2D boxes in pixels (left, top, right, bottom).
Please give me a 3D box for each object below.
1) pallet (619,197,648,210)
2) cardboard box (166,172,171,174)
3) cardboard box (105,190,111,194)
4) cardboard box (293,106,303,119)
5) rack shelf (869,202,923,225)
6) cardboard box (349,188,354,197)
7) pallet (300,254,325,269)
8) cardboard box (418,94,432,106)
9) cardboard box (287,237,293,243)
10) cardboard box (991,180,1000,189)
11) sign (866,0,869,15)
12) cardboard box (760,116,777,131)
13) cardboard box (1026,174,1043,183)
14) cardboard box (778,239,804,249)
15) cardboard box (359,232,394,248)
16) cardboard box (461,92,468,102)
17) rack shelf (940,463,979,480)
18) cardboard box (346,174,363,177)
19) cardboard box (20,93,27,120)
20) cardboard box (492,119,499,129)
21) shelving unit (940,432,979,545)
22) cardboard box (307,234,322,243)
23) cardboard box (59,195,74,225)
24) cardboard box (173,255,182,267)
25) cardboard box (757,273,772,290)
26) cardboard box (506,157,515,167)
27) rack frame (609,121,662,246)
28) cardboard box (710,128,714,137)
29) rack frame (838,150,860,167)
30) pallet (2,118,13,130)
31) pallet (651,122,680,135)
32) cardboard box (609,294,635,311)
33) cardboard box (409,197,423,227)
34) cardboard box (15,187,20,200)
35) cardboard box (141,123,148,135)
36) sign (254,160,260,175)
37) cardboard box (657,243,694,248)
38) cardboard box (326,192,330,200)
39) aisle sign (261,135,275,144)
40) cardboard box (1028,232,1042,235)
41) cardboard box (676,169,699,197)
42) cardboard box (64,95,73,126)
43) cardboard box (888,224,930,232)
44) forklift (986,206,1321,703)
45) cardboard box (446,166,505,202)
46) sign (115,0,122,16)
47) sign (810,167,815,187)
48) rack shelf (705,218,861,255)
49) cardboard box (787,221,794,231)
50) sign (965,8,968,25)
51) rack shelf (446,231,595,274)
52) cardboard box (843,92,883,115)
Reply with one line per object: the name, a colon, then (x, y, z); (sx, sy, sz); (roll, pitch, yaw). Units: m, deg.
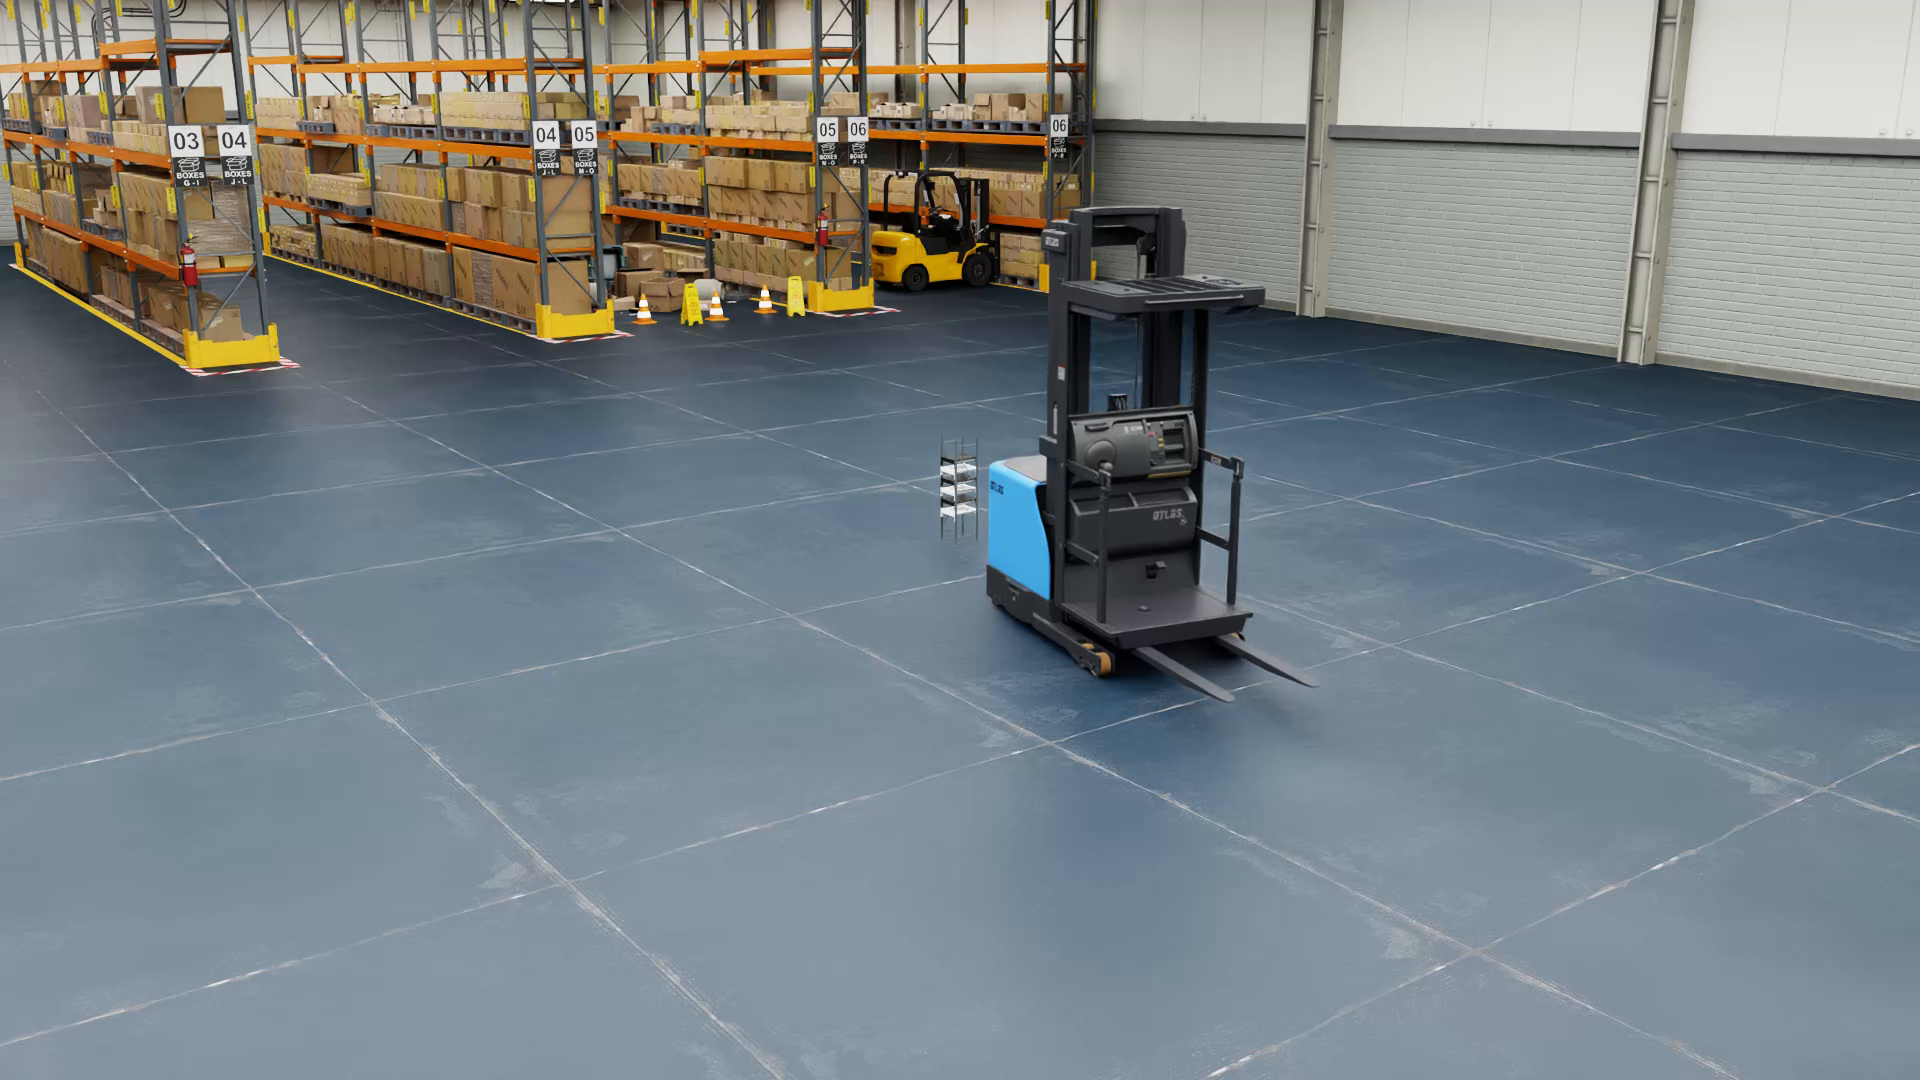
pallet: (-6.195, -6.900, 33.968); (1.213, 0.211, 1.003); (-11, 19, -35)
cardboard box: (-11.582, -5.250, 24.928); (0.500, 0.500, 0.500); (-11, 19, -35)
cardboard box: (-13.957, -5.628, 27.972); (0.700, 0.500, 0.500); (-8, 17, -26)
cardboard box: (-13.474, -8.867, 34.446); (0.500, 0.250, 0.500); (-12, 19, -37)
rack shelf: (-1.512, -7.125, 35.790); (1.077, 0.370, 4.000); (-11, 19, -35)
cardboard box: (-11.462, -6.655, 31.825); (0.380, 0.149, 0.250); (-10, 18, -32)
pallet: (-13.420, -5.985, 35.545); (1.003, 0.211, 1.213); (-11, 19, -35)
cardboard box: (-9.396, -7.756, 29.877); (0.500, 0.500, 0.500); (-11, 19, -35)
cardboard box: (-14.622, -6.646, 36.719); (0.380, 0.149, 0.250); (-12, 19, -37)
cardboard box: (0.812, -6.853, 32.014); (0.380, 0.149, 0.250); (-11, 19, -34)
sign: (-1.558, -8.886, 27.578); (0.100, 0.325, 0.005); (-11, 19, -35)
cardboard box: (-3.119, -7.223, 28.823); (0.500, 0.250, 0.500); (-10, 18, -33)
cardboard box: (1.465, -6.787, 31.211); (0.380, 0.149, 0.250); (-11, 19, -34)
cardboard box: (-2.949, -5.169, 29.045); (0.380, 0.149, 0.250); (-10, 18, -33)
cardboard box: (-11.259, -5.802, 32.112); (0.500, 0.250, 0.500); (-11, 19, -36)
cardboard box: (-7.753, -7.097, 26.623); (0.380, 0.149, 0.250); (-11, 19, -34)
rack shelf: (-0.005, -0.577, 13.925); (0.258, 0.077, 0.200); (-11, 19, -35)
cardboard box: (-12.294, -7.393, 33.957); (0.380, 0.149, 0.250); (-12, 19, -36)
cardboard box: (-17.890, -8.463, 32.459); (0.700, 0.500, 0.500); (-10, 18, -32)
cardboard box: (-7.010, -6.442, 25.740); (0.380, 0.149, 0.250); (-11, 19, -35)
shelving unit: (-0.005, -0.436, 13.964); (0.258, 0.900, 0.210); (-11, 19, -35)
cardboard box: (-13.599, -6.391, 35.222); (0.380, 0.149, 0.250); (-11, 19, -34)
cardboard box: (-15.803, -5.923, 29.845); (0.500, 0.500, 0.500); (-12, 19, -36)
cardboard box: (-10.682, -3.888, 23.076); (0.380, 0.149, 0.250); (-11, 19, -35)
cardboard box: (-3.300, -4.650, 29.796); (0.500, 0.250, 0.500); (-12, 19, -37)
cardboard box: (-10.152, -8.788, 38.417); (0.500, 0.500, 0.500); (-11, 19, -34)
rack frame: (-6.700, -7.128, 34.438); (1.000, 3.000, 0.127); (-11, 19, -35)
cardboard box: (-4.364, -7.494, 30.568); (0.380, 0.149, 0.250); (-11, 19, -35)
rack frame: (-2.688, -7.899, 37.256); (1.000, 3.000, 0.127); (-11, 19, -35)
pallet: (-18.976, -8.545, 34.102); (1.003, 0.211, 1.213); (-11, 19, -35)
pallet: (-5.238, -8.000, 32.295); (1.213, 0.211, 1.003); (-11, 19, -35)
cardboard box: (-5.793, -4.084, 28.496); (0.396, 0.266, 0.258); (-7, 17, -25)
cardboard box: (-9.410, -5.818, 29.462); (0.500, 0.500, 0.500); (-11, 19, -34)
cardboard box: (-19.045, -7.115, 34.110); (0.500, 0.250, 0.500); (-11, 19, -35)
cardboard box: (-11.187, -5.738, 23.206); (0.380, 0.149, 0.250); (-12, 19, -37)
sign: (-15.788, -8.380, 37.371); (0.100, 0.325, 0.005); (-11, 19, -35)
cardboard box: (-5.936, -5.785, 33.712); (0.950, 0.372, 0.625); (-11, 19, -36)
cardboard box: (-12.365, -6.840, 33.066); (0.380, 0.149, 0.250); (-11, 19, -36)
aisle sign: (-15.634, -9.269, 37.337); (0.394, 0.787, 0.004); (-11, 19, -35)
cardboard box: (1.590, -5.788, 32.060); (0.500, 0.250, 0.500); (-11, 19, -34)
cardboard box: (-5.098, -6.837, 31.826); (0.500, 0.500, 0.500); (-11, 19, -34)
cardboard box: (-14.648, -7.186, 27.830); (0.500, 0.500, 0.500); (-11, 19, -34)
cardboard box: (-1.102, -6.379, 35.404); (0.875, 0.625, 0.625); (-11, 19, -35)
forklift: (1.257, -0.650, 10.897); (1.130, 2.935, 3.031); (-7, 17, -23)
cardboard box: (-8.104, -5.993, 27.961); (0.875, 0.550, 0.550); (-11, 19, -35)
sign: (-14.283, -9.059, 28.207); (0.100, 0.325, 0.005); (-11, 19, -35)
sign: (-2.457, -6.049, 27.703); (0.100, 0.325, 0.005); (-11, 19, -35)
rack shelf: (-3.173, -5.500, 29.852); (1.077, 0.370, 4.000); (-11, 19, -35)
cardboard box: (-2.762, -5.440, 28.747); (0.380, 0.149, 0.250); (-11, 19, -35)
sign: (0.128, -10.547, 33.494); (0.100, 0.325, 0.005); (-11, 19, -35)
rack shelf: (-7.117, -4.710, 26.966); (1.077, 0.370, 4.000); (-11, 19, -35)
cardboard box: (-2.081, -9.360, 35.738); (0.700, 0.500, 0.500); (-11, 19, -36)
